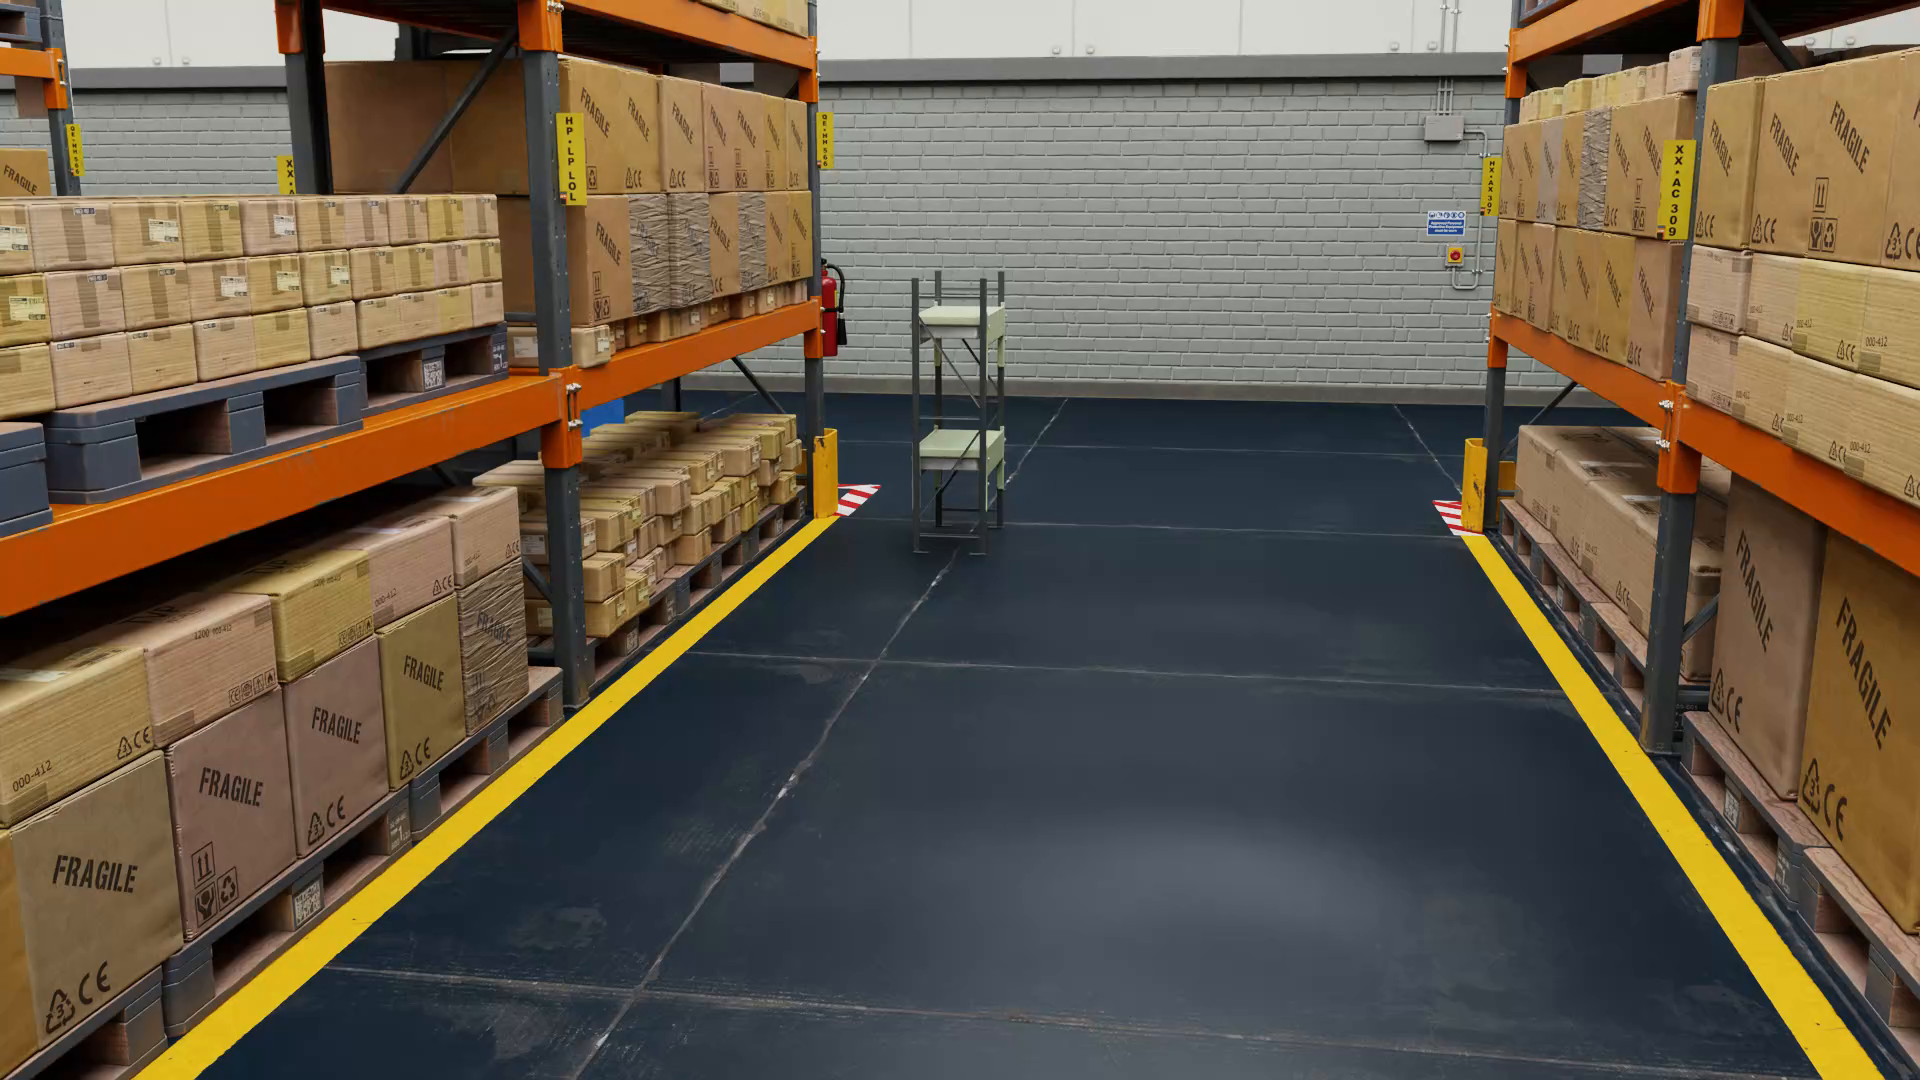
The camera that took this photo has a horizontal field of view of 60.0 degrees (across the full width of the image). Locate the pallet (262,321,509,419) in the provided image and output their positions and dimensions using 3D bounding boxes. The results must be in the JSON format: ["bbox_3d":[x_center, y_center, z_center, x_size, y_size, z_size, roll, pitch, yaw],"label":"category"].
[{"bbox_3d":[-2.220,-0.585,5.541,1.003,0.211,1.213,2,12,9],"label":"pallet"}]

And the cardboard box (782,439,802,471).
[{"bbox_3d":[-1.142,-0.503,9.773,0.380,0.149,0.250,2,12,7],"label":"cardboard box"}]

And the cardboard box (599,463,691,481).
[{"bbox_3d":[-1.512,-0.275,8.006,0.380,0.149,0.250,1,12,6],"label":"cardboard box"}]

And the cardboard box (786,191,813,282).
[{"bbox_3d":[-1.158,-1.758,9.587,0.500,0.500,0.500,2,12,10],"label":"cardboard box"}]

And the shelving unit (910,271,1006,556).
[{"bbox_3d":[-0.001,-0.732,9.329,0.431,1.500,0.755,2,12,9],"label":"shelving unit"}]

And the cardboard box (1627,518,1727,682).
[{"bbox_3d":[3.151,0.227,6.407,0.875,0.438,0.875,2,12,8],"label":"cardboard box"}]

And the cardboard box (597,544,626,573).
[{"bbox_3d":[-1.636,0.089,7.022,0.380,0.149,0.250,2,12,9],"label":"cardboard box"}]

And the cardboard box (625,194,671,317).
[{"bbox_3d":[-1.564,-1.225,7.115,0.500,0.500,0.500,2,12,9],"label":"cardboard box"}]

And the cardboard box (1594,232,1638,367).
[{"bbox_3d":[2.841,-0.954,6.565,0.500,0.500,0.500,2,12,7],"label":"cardboard box"}]

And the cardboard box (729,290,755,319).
[{"bbox_3d":[-1.299,-1.255,8.791,0.380,0.149,0.250,1,12,6],"label":"cardboard box"}]

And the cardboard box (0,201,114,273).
[{"bbox_3d":[-2.149,-0.682,3.724,0.380,0.149,0.250,2,12,11],"label":"cardboard box"}]

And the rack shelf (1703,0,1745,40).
[{"bbox_3d":[2.641,-1.392,3.419,1.077,0.370,4.000,2,12,9],"label":"rack shelf"}]

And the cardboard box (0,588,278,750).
[{"bbox_3d":[-2.062,0.306,4.109,0.500,0.250,0.500,2,12,9],"label":"cardboard box"}]

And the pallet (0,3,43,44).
[{"bbox_3d":[-6.332,-3.115,9.920,1.003,0.211,1.213,2,12,9],"label":"pallet"}]

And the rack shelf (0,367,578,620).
[{"bbox_3d":[-2.266,-0.065,4.381,1.077,0.370,4.000,2,12,9],"label":"rack shelf"}]

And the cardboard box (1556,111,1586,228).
[{"bbox_3d":[2.988,-1.654,7.437,0.500,0.500,0.500,2,12,9],"label":"cardboard box"}]

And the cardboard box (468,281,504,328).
[{"bbox_3d":[-1.824,-0.826,5.806,0.380,0.149,0.250,2,12,7],"label":"cardboard box"}]

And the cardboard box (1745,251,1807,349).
[{"bbox_3d":[2.549,-0.673,4.664,0.500,0.250,0.500,2,12,10],"label":"cardboard box"}]

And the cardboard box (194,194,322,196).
[{"bbox_3d":[-2.474,-1.139,5.846,0.380,0.149,0.250,3,12,12],"label":"cardboard box"}]

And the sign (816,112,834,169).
[{"bbox_3d":[-0.798,-2.364,9.843,0.100,0.325,0.005,2,12,9],"label":"sign"}]

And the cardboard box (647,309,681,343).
[{"bbox_3d":[-1.485,-0.978,7.510,0.380,0.149,0.250,2,12,10],"label":"cardboard box"}]

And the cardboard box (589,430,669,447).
[{"bbox_3d":[-1.805,-0.506,9.079,0.380,0.149,0.250,1,12,6],"label":"cardboard box"}]

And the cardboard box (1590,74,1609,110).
[{"bbox_3d":[2.963,-1.938,7.217,0.380,0.149,0.250,2,12,9],"label":"cardboard box"}]

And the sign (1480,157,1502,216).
[{"bbox_3d":[3.016,-2.007,9.444,0.100,0.325,0.005,2,12,9],"label":"sign"}]

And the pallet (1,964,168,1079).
[{"bbox_3d":[-2.452,1.200,3.422,1.003,0.211,1.213,2,12,9],"label":"pallet"}]

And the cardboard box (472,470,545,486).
[{"bbox_3d":[-2.062,-0.235,7.822,0.380,0.149,0.250,1,12,6],"label":"cardboard box"}]

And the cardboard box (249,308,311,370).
[{"bbox_3d":[-2.021,-0.555,4.548,0.380,0.149,0.250,2,12,11],"label":"cardboard box"}]

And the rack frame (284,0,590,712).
[{"bbox_3d":[-1.958,-0.833,6.238,1.000,3.000,0.127,2,12,9],"label":"rack frame"}]

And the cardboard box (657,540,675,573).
[{"bbox_3d":[-1.561,0.070,7.820,0.380,0.149,0.250,1,12,6],"label":"cardboard box"}]

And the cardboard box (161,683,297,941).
[{"bbox_3d":[-2.065,0.666,4.220,0.500,0.500,0.500,2,12,7],"label":"cardboard box"}]

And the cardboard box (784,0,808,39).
[{"bbox_3d":[-1.152,-2.955,9.322,0.500,0.250,0.500,2,12,7],"label":"cardboard box"}]

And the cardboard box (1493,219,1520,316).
[{"bbox_3d":[3.206,-1.484,9.024,0.500,0.500,0.500,2,12,8],"label":"cardboard box"}]

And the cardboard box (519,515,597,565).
[{"bbox_3d":[-1.701,0.000,6.733,0.380,0.149,0.250,2,12,11],"label":"cardboard box"}]

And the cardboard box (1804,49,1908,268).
[{"bbox_3d":[2.466,-0.938,4.114,0.500,0.500,0.500,2,12,7],"label":"cardboard box"}]

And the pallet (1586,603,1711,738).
[{"bbox_3d":[3.143,0.514,6.607,1.003,0.211,1.213,2,12,9],"label":"pallet"}]

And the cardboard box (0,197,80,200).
[{"bbox_3d":[-2.671,-0.870,4.597,0.380,0.149,0.250,2,12,11],"label":"cardboard box"}]

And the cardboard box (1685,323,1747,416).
[{"bbox_3d":[2.620,-0.537,5.221,0.500,0.250,0.500,2,12,7],"label":"cardboard box"}]

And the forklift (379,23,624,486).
[{"bbox_3d":[-3.081,-1.597,9.947,1.130,2.935,3.031,2,12,11],"label":"forklift"}]

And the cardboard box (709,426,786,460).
[{"bbox_3d":[-1.184,-0.541,9.242,0.380,0.149,0.250,2,12,7],"label":"cardboard box"}]

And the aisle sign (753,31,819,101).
[{"bbox_3d":[-1.036,-2.942,9.853,0.394,0.787,0.004,2,12,9],"label":"aisle sign"}]

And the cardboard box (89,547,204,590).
[{"bbox_3d":[-2.495,0.180,4.697,0.500,0.250,0.500,2,12,11],"label":"cardboard box"}]

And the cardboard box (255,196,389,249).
[{"bbox_3d":[-1.950,-0.952,4.977,0.380,0.149,0.250,2,12,8],"label":"cardboard box"}]

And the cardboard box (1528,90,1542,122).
[{"bbox_3d":[3.112,-2.209,8.471,0.380,0.149,0.250,2,12,10],"label":"cardboard box"}]

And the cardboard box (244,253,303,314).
[{"bbox_3d":[-2.024,-0.697,4.500,0.380,0.149,0.250,2,12,9],"label":"cardboard box"}]

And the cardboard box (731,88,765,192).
[{"bbox_3d":[-1.317,-2.031,8.482,0.500,0.500,0.500,3,12,12],"label":"cardboard box"}]

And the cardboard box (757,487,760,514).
[{"bbox_3d":[-1.308,-0.200,9.071,0.380,0.149,0.250,2,12,9],"label":"cardboard box"}]

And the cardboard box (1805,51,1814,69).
[{"bbox_3d":[2.829,-1.674,5.990,0.380,0.149,0.250,2,12,10],"label":"cardboard box"}]

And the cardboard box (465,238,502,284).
[{"bbox_3d":[-1.825,-0.971,5.774,0.380,0.149,0.250,2,12,10],"label":"cardboard box"}]

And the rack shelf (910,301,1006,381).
[{"bbox_3d":[-0.001,-1.113,9.247,0.431,0.370,0.720,2,12,9],"label":"rack shelf"}]

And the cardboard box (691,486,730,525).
[{"bbox_3d":[-1.360,-0.176,8.254,0.380,0.149,0.250,2,12,9],"label":"cardboard box"}]
